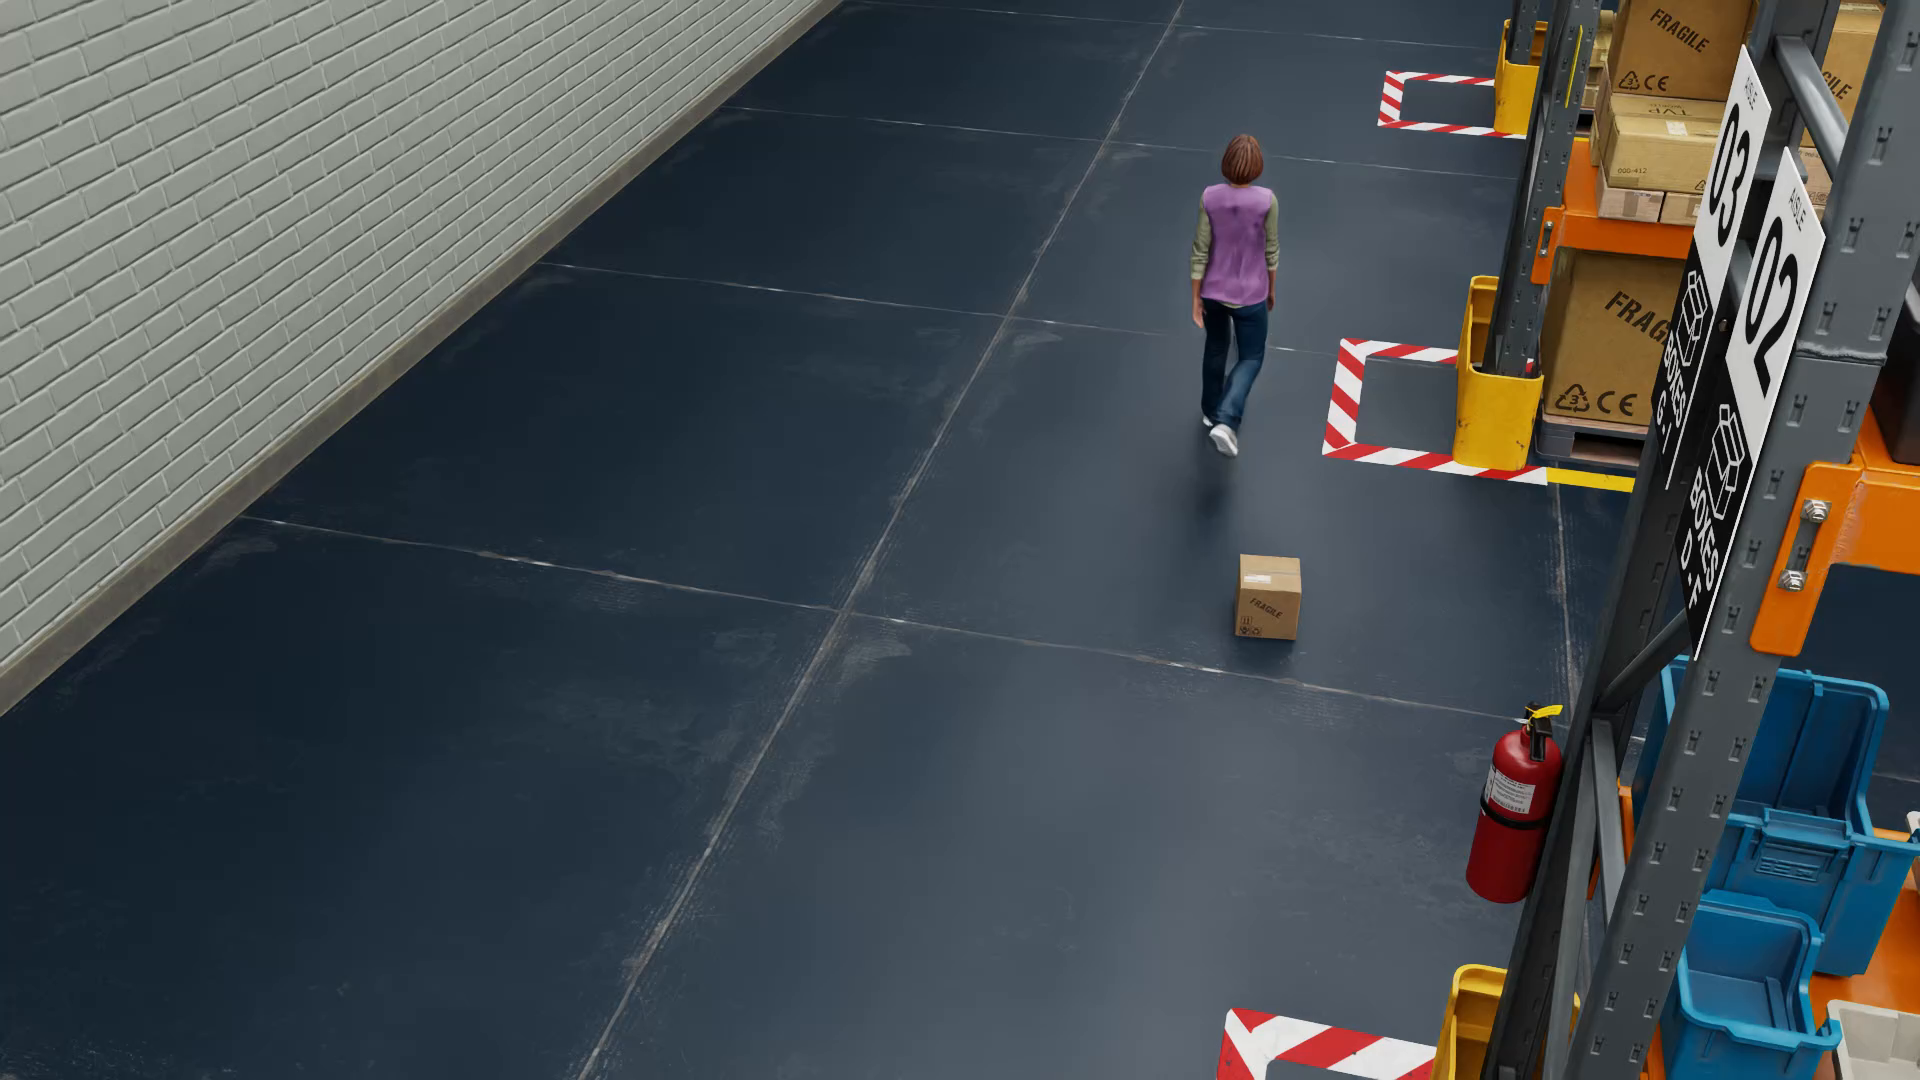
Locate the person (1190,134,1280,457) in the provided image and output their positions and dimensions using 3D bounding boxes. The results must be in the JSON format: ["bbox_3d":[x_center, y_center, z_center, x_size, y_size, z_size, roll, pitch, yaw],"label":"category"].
[{"bbox_3d":[1.275,-1.148,7.873,0.393,1.568,0.774,13,36,19],"label":"person"}]
